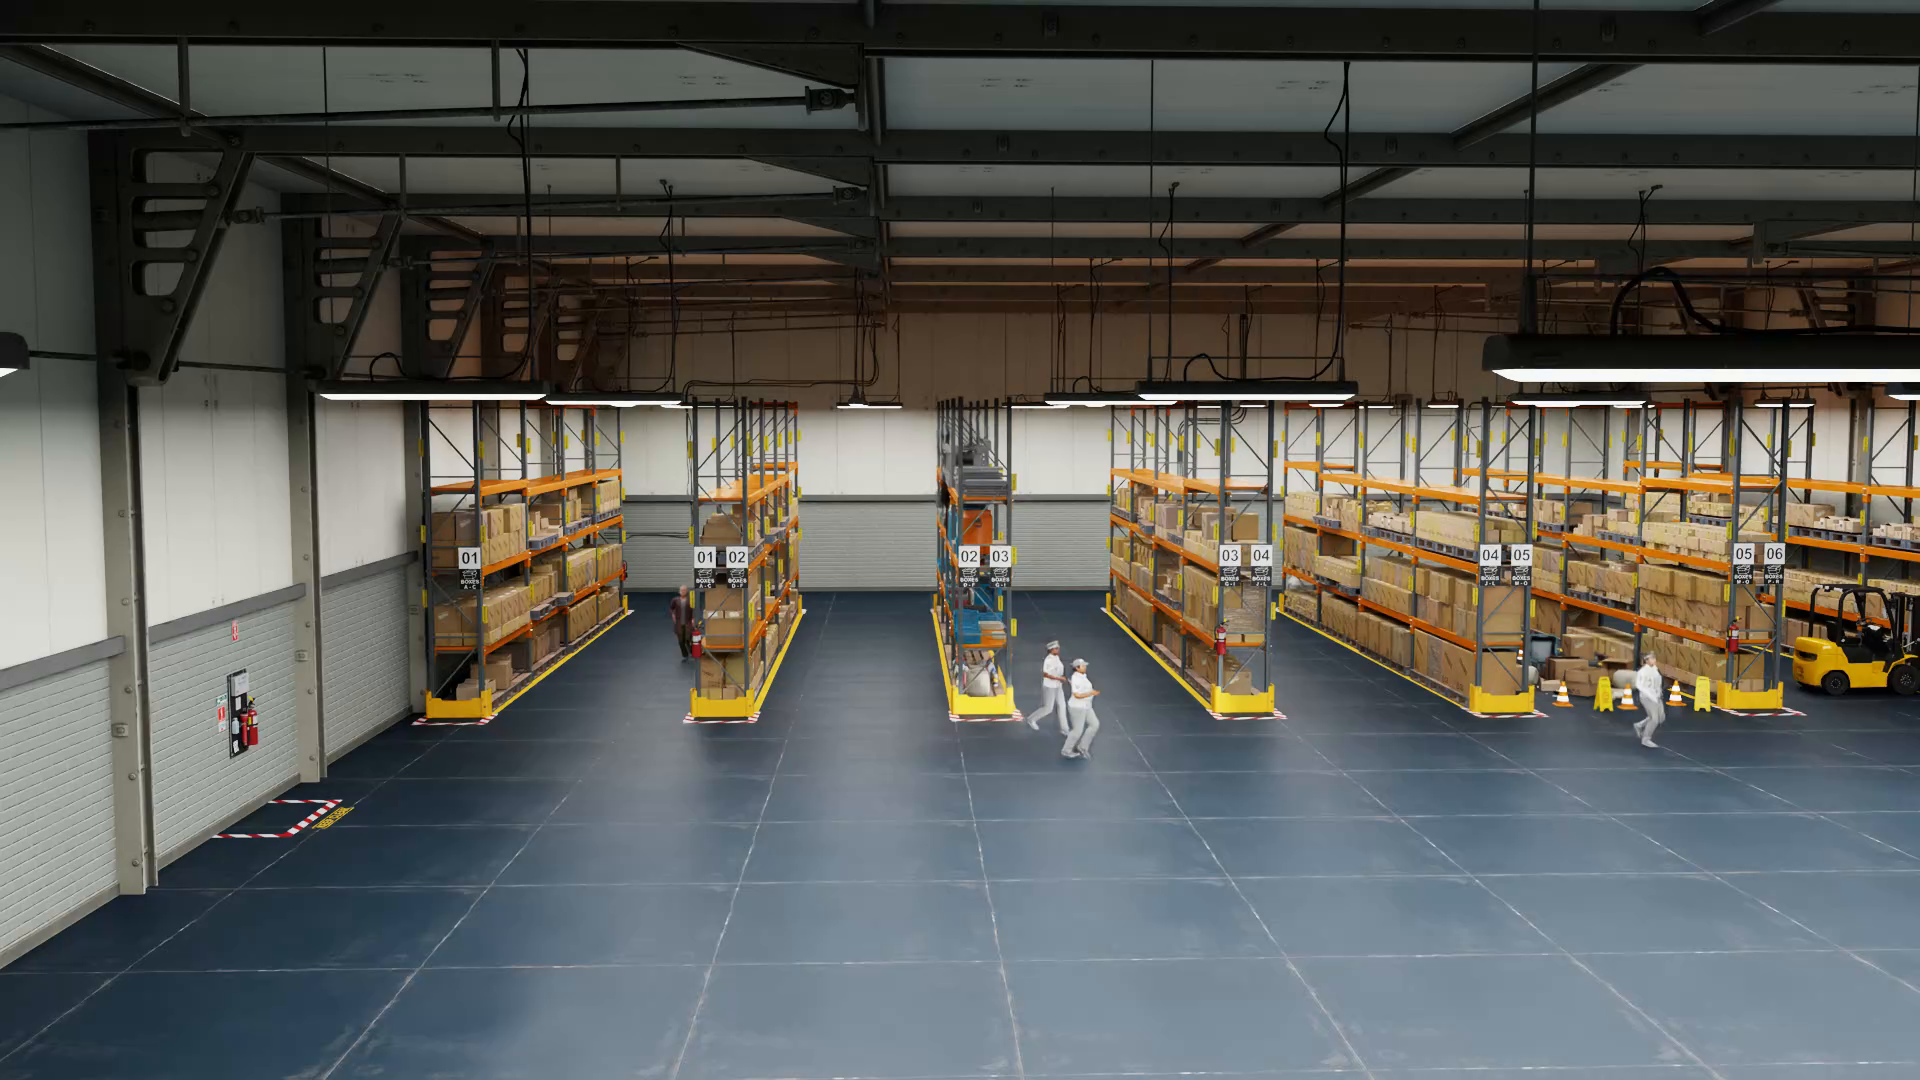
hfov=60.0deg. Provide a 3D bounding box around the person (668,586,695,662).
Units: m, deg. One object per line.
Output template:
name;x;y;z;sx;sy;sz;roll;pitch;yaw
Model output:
person;-6.331;1.914;38.052;0.716;1.743;0.630;0;4;0

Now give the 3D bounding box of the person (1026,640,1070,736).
person;1.611;2.614;29.335;0.892;1.722;0.594;2;5;27

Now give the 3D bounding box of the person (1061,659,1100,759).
person;2.005;2.794;27.352;0.660;1.701;0.583;2;5;22

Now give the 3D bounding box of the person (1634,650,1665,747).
person;11.810;2.704;28.479;0.619;1.667;0.468;-3;6;-38

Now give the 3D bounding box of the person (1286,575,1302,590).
person;9.894;1.088;48.992;0.629;1.745;0.702;0;4;2
